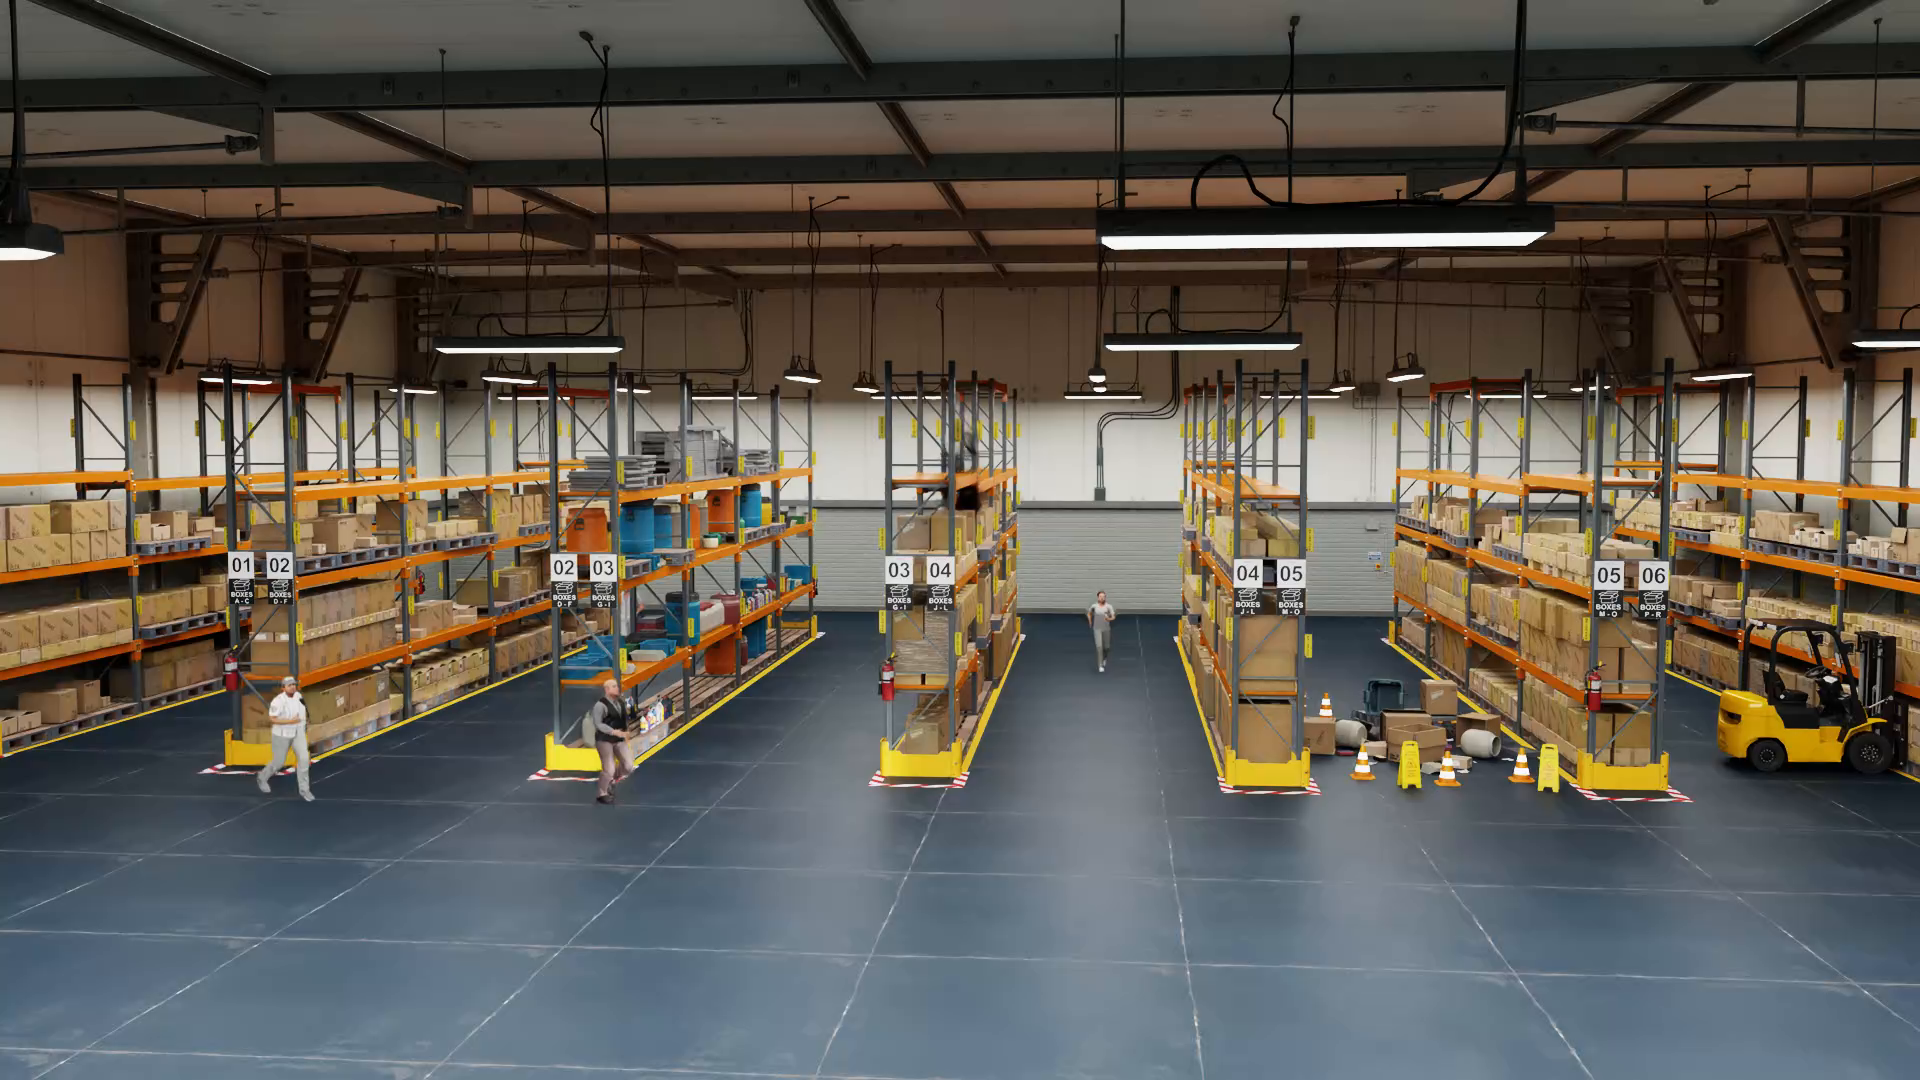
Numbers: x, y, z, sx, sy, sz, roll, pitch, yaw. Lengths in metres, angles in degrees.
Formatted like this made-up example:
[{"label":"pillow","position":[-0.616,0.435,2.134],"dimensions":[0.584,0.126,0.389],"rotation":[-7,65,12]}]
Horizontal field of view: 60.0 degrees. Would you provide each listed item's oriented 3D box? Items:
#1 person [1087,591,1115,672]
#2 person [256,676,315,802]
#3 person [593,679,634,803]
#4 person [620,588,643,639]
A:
[{"label":"person","position":[2.945,1.882,34.631],"dimensions":[0.573,1.645,0.939],"rotation":[0,4,-1]},{"label":"person","position":[-9.136,2.688,22.621],"dimensions":[0.882,1.695,0.614],"rotation":[3,5,35]},{"label":"person","position":[-4.632,2.695,22.291],"dimensions":[0.651,1.674,0.642],"rotation":[3,5,34]},{"label":"person","position":[-7.275,1.741,36.377],"dimensions":[0.652,1.738,0.615],"rotation":[0,4,-2]}]
